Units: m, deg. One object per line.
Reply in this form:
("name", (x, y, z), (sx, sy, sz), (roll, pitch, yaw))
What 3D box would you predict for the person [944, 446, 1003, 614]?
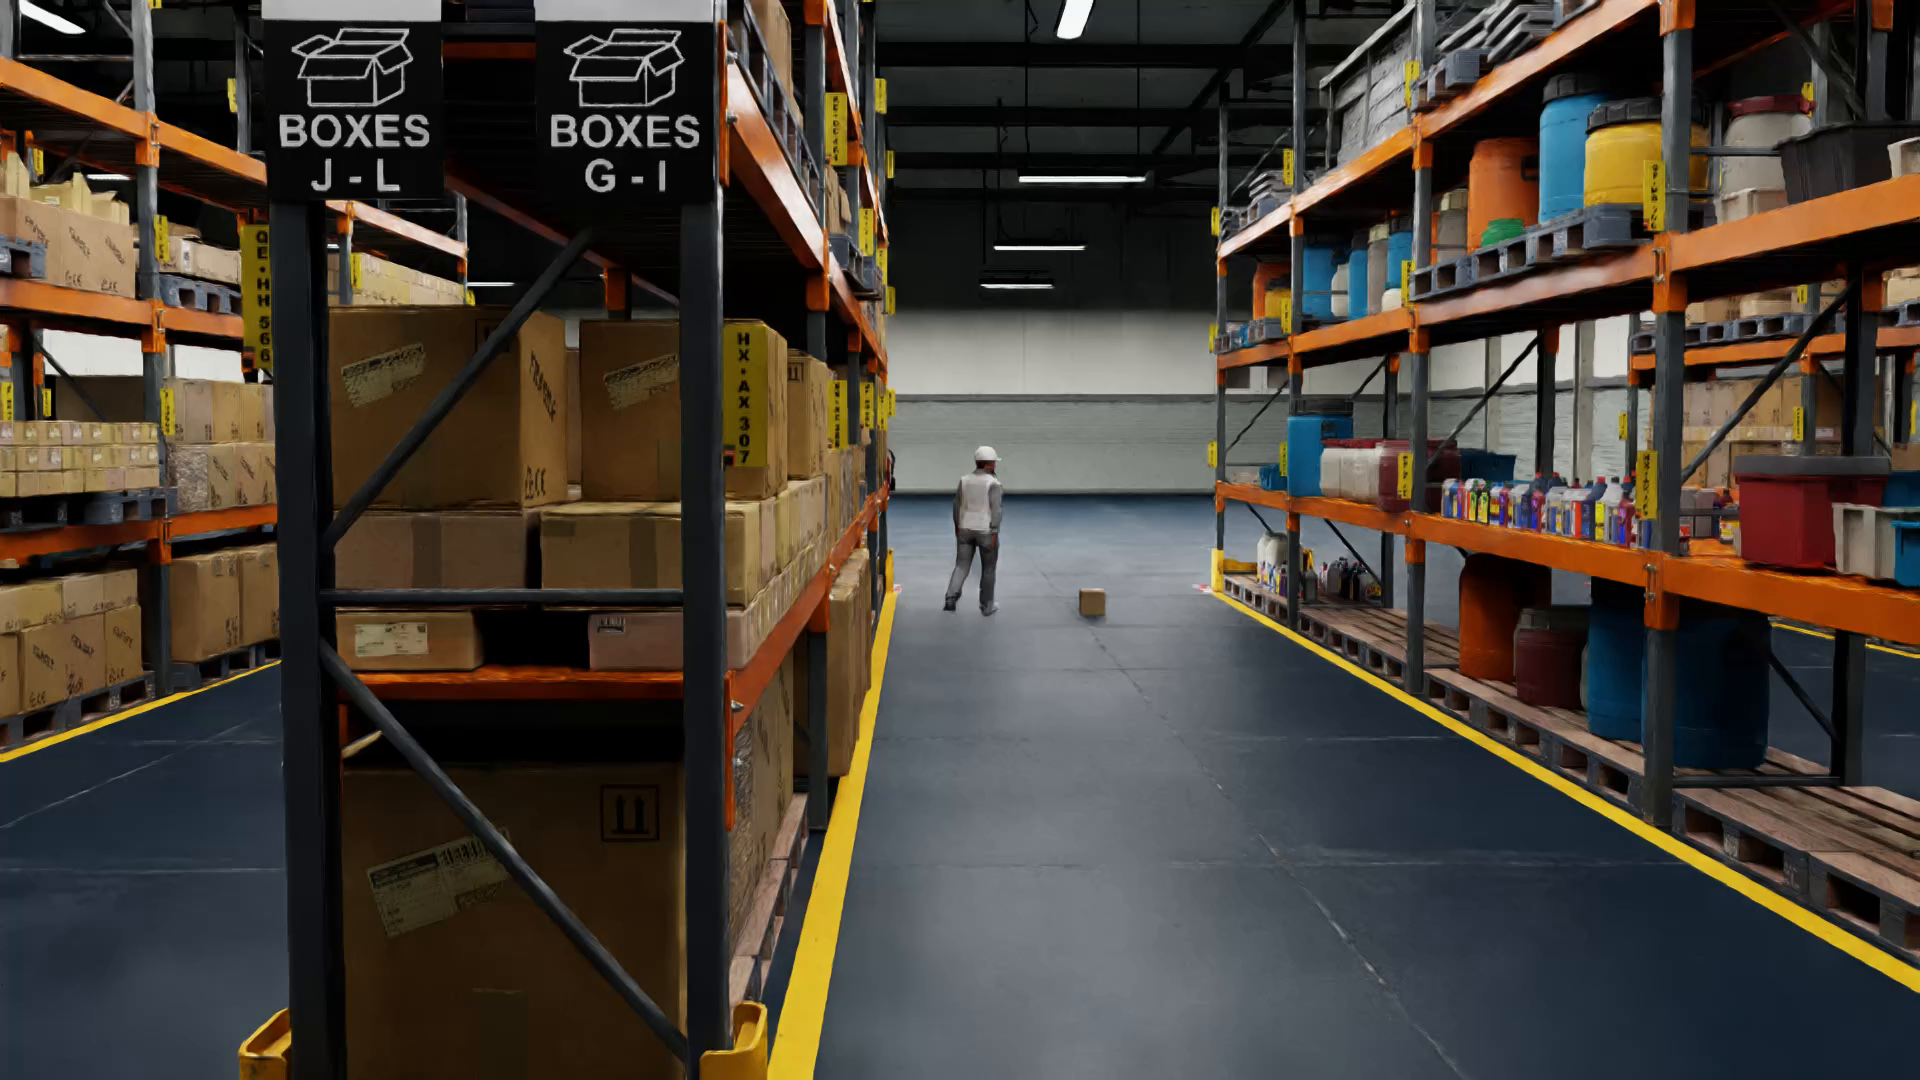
("person", (0.163, -0.092, 17.057), (0.640, 1.745, 0.976), (2, 4, 25))
